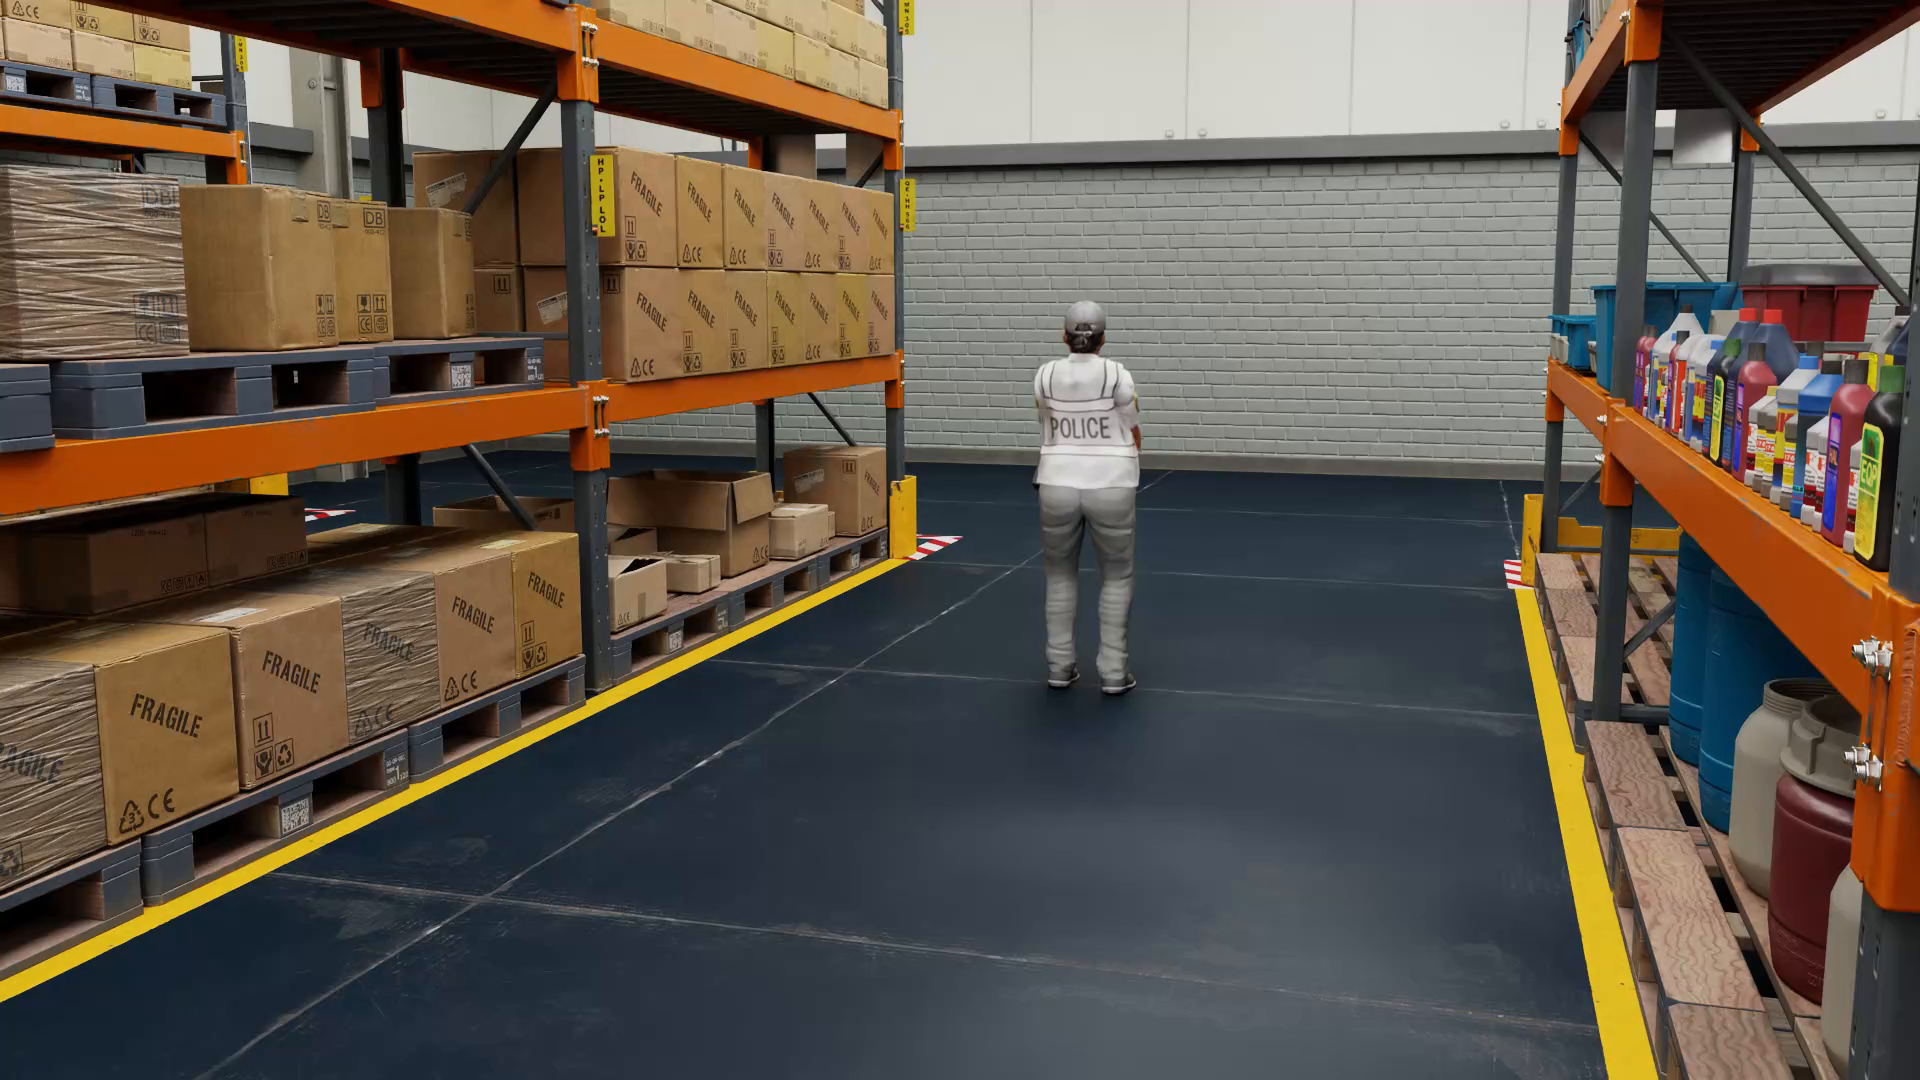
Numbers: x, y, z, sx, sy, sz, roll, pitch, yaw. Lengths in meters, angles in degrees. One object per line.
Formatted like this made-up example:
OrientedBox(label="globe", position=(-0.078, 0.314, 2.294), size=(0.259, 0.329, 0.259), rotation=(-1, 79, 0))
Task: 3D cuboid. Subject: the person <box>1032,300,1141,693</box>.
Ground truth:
OrientedBox(label="person", position=(0.552, -0.187, 7.123), size=(0.452, 1.663, 0.540), rotation=(2, 9, 16))
